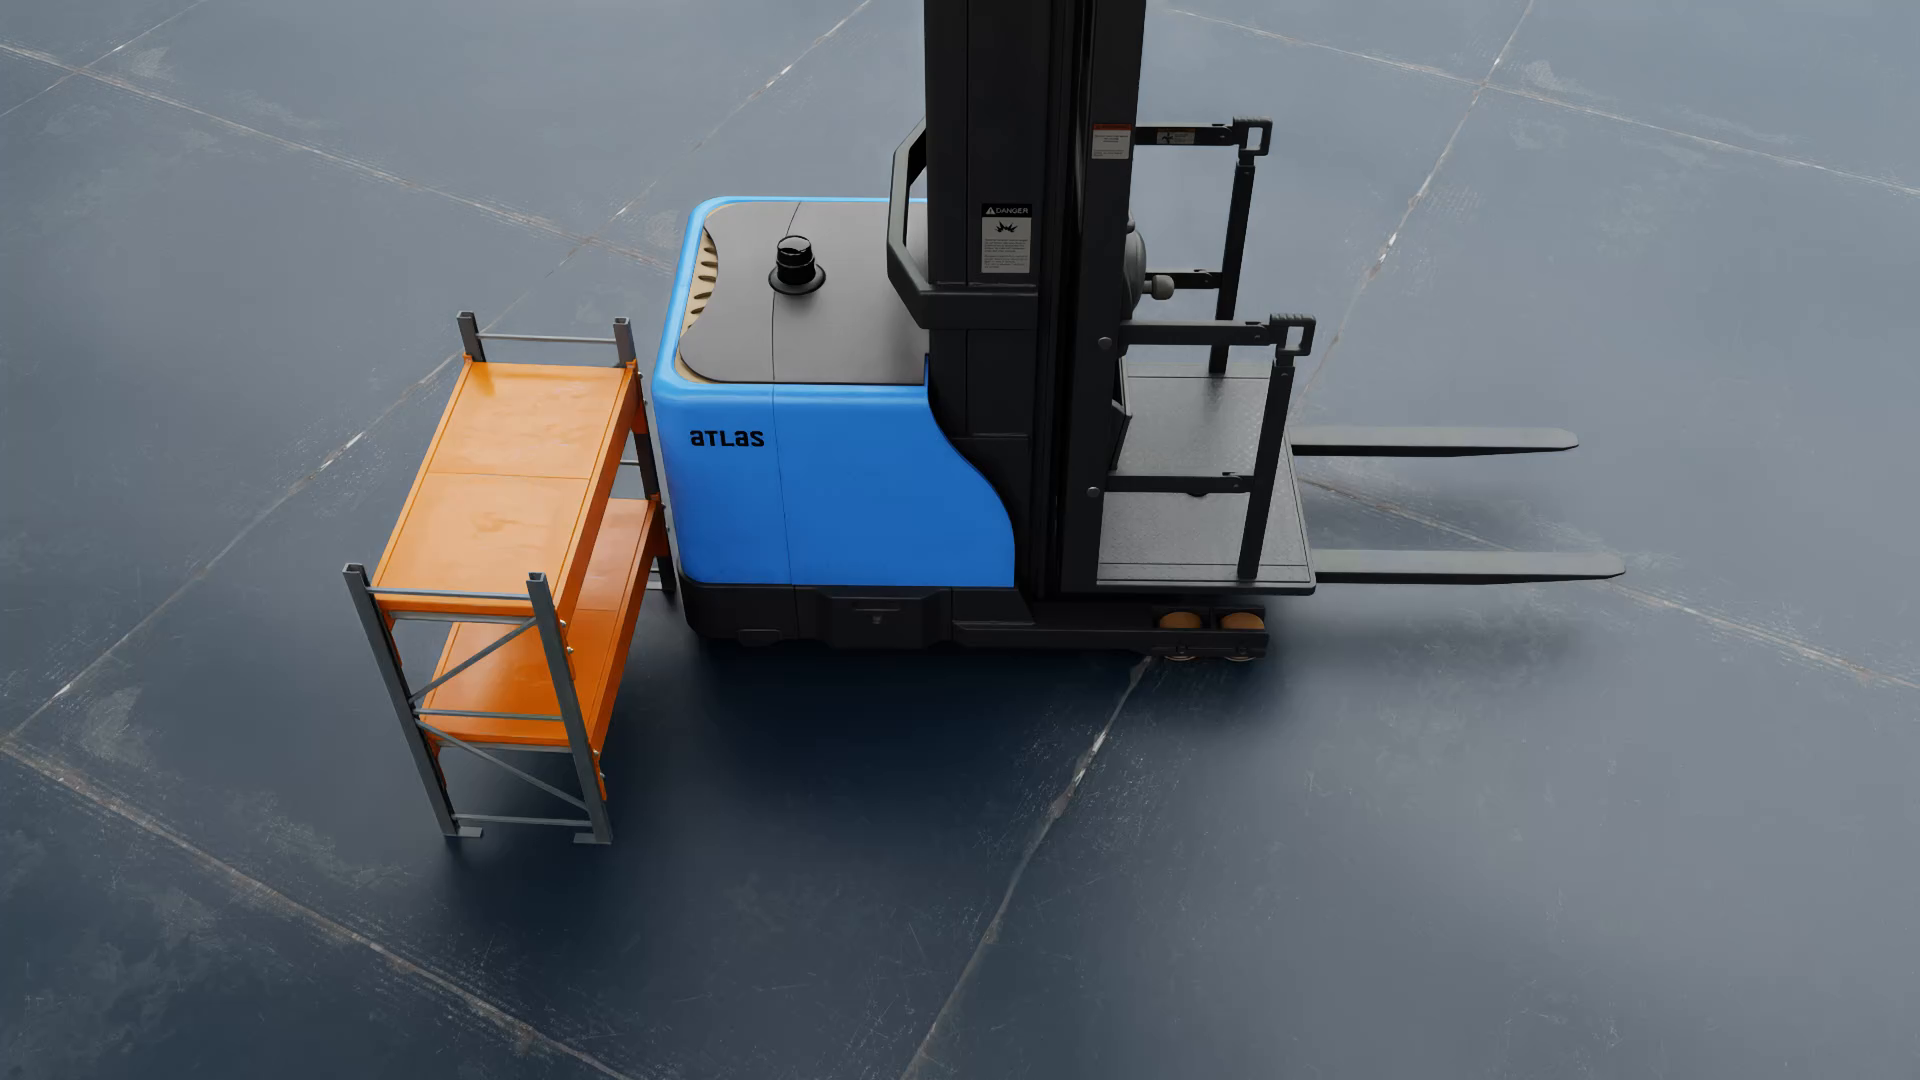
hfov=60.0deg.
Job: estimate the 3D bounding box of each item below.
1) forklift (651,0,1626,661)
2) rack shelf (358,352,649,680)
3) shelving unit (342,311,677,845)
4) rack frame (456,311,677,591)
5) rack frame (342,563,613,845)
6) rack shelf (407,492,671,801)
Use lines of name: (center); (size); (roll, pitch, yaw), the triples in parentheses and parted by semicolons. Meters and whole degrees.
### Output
forklift: (0.629, -1.023, 4.701); (3.031, 2.935, 1.130); (1, 45, 1)
rack shelf: (-1.237, -0.092, 4.639); (0.538, 0.278, 1.000); (3, 45, 3)
shelving unit: (-1.237, 0.114, 4.847); (0.538, 1.125, 1.048); (3, 45, 3)
rack frame: (-1.205, -0.247, 5.203); (0.500, 1.125, 0.032); (3, 45, 3)
rack frame: (-1.270, 0.474, 4.490); (0.500, 1.125, 0.032); (3, 45, 3)
rack shelf: (-1.237, 0.286, 5.021); (0.538, 0.278, 1.000); (3, 45, 3)
